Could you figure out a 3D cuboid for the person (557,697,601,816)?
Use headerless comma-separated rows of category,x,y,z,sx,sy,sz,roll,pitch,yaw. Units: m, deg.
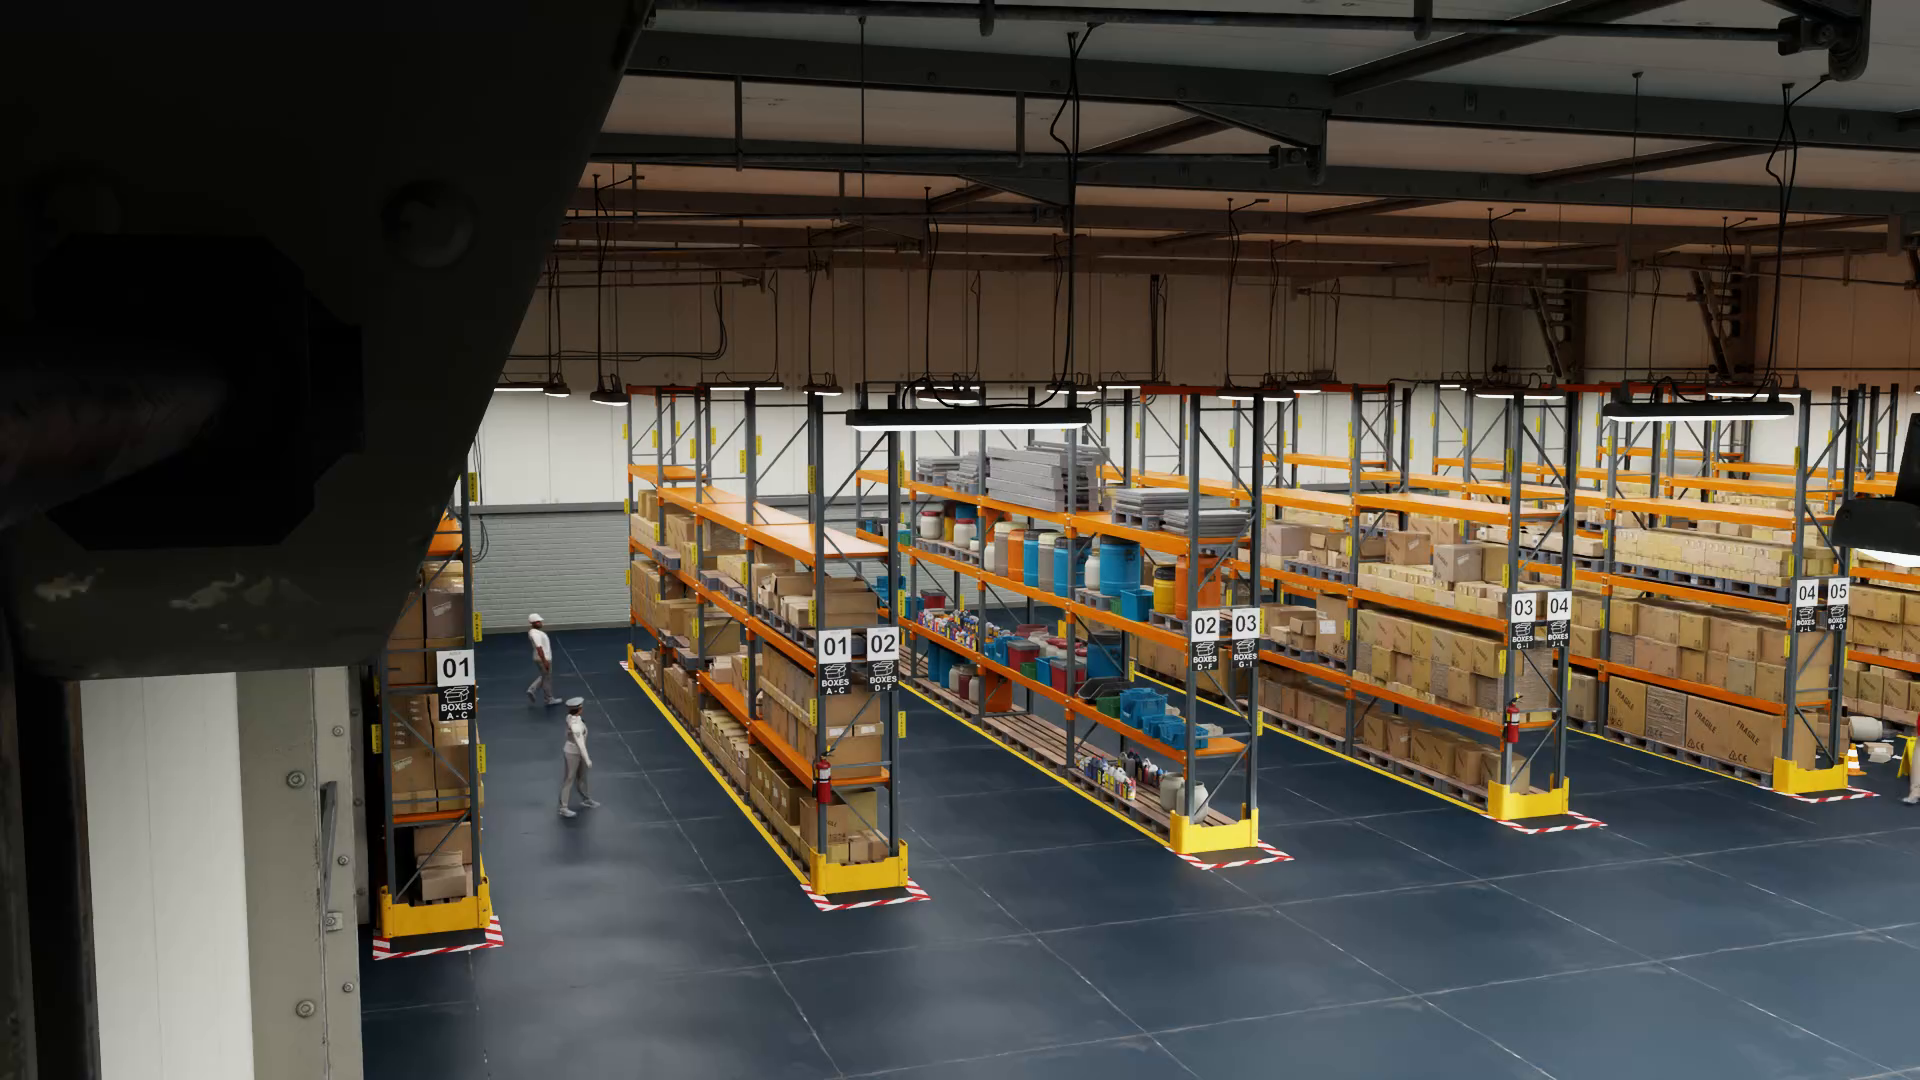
person,-5.443,3.059,23.706,0.594,1.685,0.639,-1,6,-10

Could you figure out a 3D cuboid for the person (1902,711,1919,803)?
person,14.179,2.988,24.237,1.033,1.688,0.471,-6,8,-43

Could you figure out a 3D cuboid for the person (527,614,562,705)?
person,-7.789,2.239,31.197,0.640,1.750,0.603,-4,7,-34
